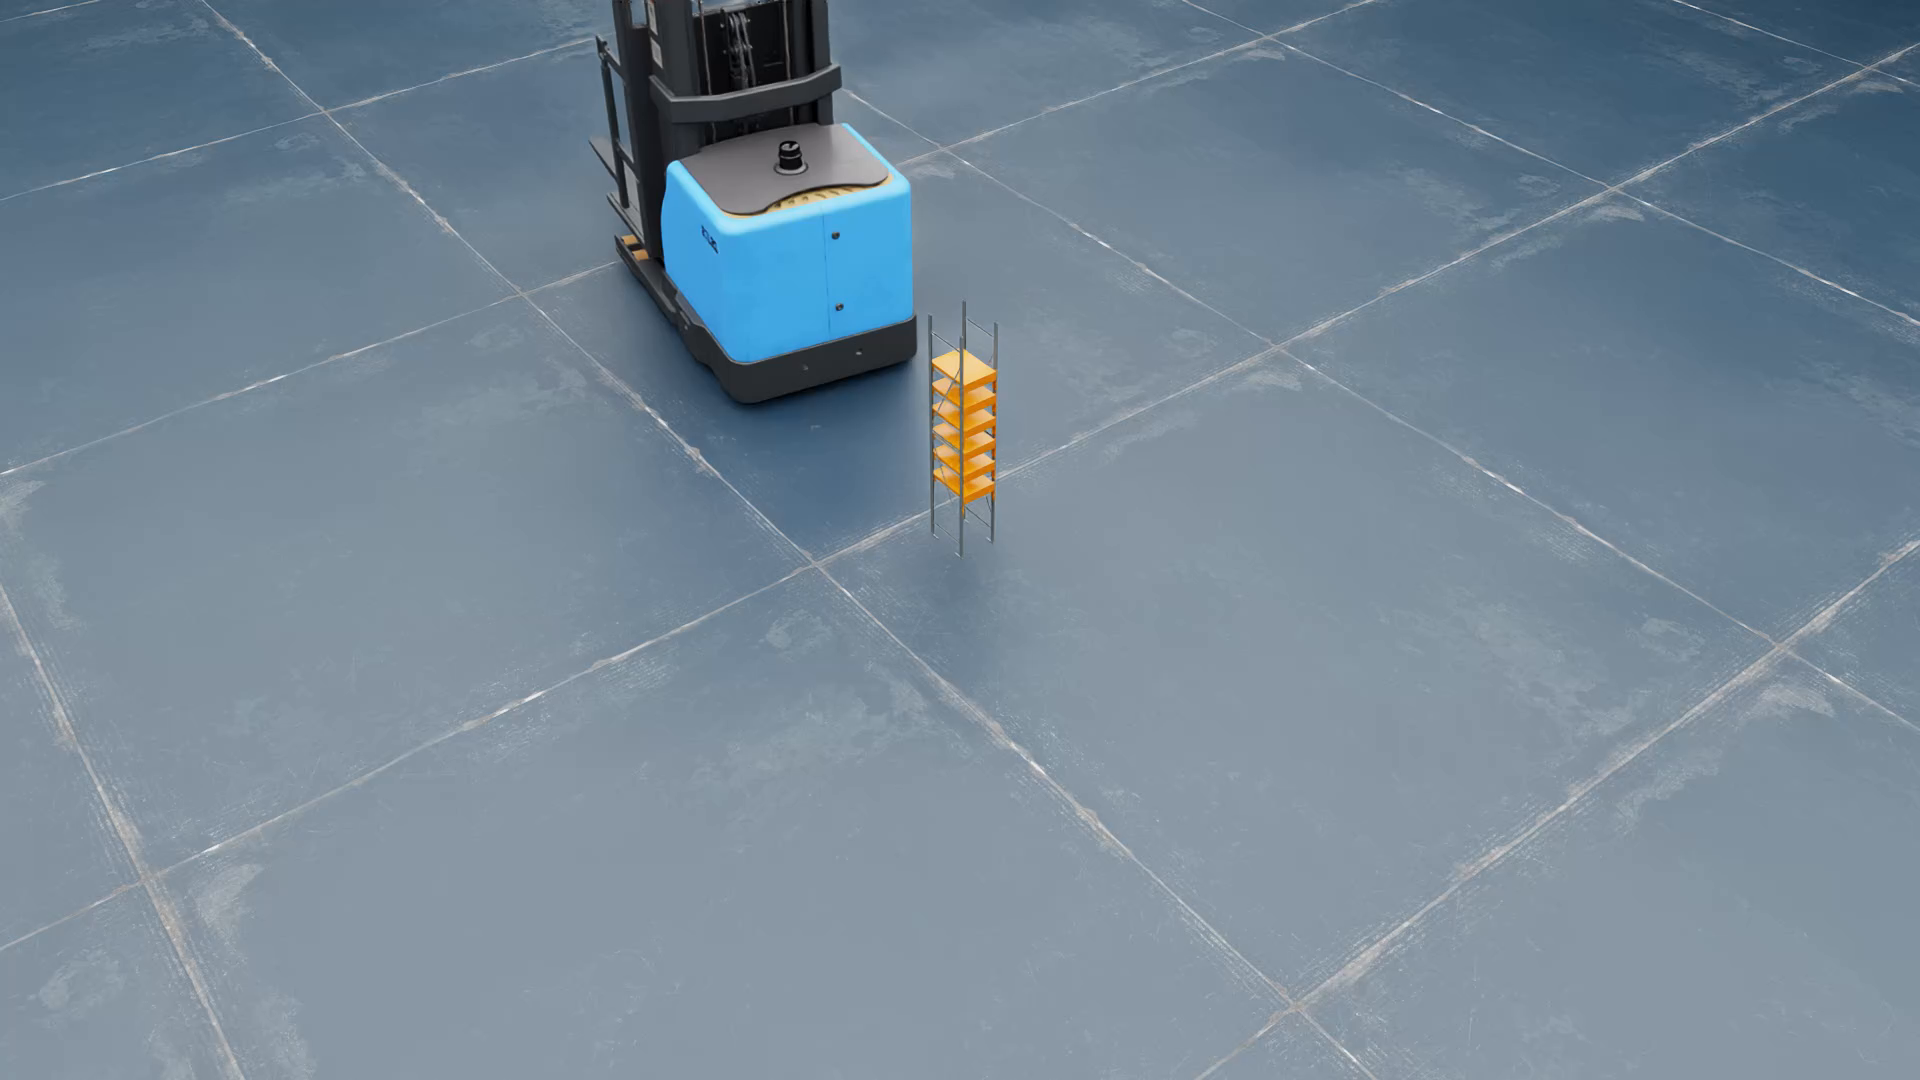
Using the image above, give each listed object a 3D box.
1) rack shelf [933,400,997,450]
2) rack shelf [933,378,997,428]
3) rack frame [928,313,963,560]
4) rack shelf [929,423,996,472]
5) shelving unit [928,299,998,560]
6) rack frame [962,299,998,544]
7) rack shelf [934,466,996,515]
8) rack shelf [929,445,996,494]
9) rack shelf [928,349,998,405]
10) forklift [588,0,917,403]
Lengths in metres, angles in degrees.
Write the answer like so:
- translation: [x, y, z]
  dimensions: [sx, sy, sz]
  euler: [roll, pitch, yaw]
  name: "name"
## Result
- translation: [0.011, -0.528, 7.328]
  dimensions: [0.180, 0.103, 0.258]
  euler: [-26, 46, -28]
  name: "rack shelf"
- translation: [0.011, -0.621, 7.252]
  dimensions: [0.180, 0.103, 0.258]
  euler: [-26, 46, -28]
  name: "rack shelf"
- translation: [-0.061, -0.434, 7.333]
  dimensions: [0.006, 1.200, 0.240]
  euler: [-26, 46, -28]
  name: "rack frame"
- translation: [0.011, -0.435, 7.404]
  dimensions: [0.180, 0.103, 0.258]
  euler: [-26, 46, -28]
  name: "rack shelf"
- translation: [0.011, -0.469, 7.376]
  dimensions: [0.189, 1.200, 0.258]
  euler: [-26, 46, -28]
  name: "shelving unit"
- translation: [0.084, -0.505, 7.419]
  dimensions: [0.006, 1.200, 0.240]
  euler: [-26, 46, -28]
  name: "rack frame"
- translation: [0.011, -0.250, 7.557]
  dimensions: [0.180, 0.103, 0.258]
  euler: [-26, 46, -28]
  name: "rack shelf"
- translation: [0.011, -0.342, 7.481]
  dimensions: [0.180, 0.103, 0.258]
  euler: [-26, 46, -28]
  name: "rack shelf"
- translation: [0.011, -0.713, 7.176]
  dimensions: [0.180, 0.103, 0.258]
  euler: [-26, 46, -28]
  name: "rack shelf"
- translation: [-1.353, -2.758, 8.801]
  dimensions: [1.130, 2.935, 3.031]
  euler: [-18, 43, -21]
  name: "forklift"
